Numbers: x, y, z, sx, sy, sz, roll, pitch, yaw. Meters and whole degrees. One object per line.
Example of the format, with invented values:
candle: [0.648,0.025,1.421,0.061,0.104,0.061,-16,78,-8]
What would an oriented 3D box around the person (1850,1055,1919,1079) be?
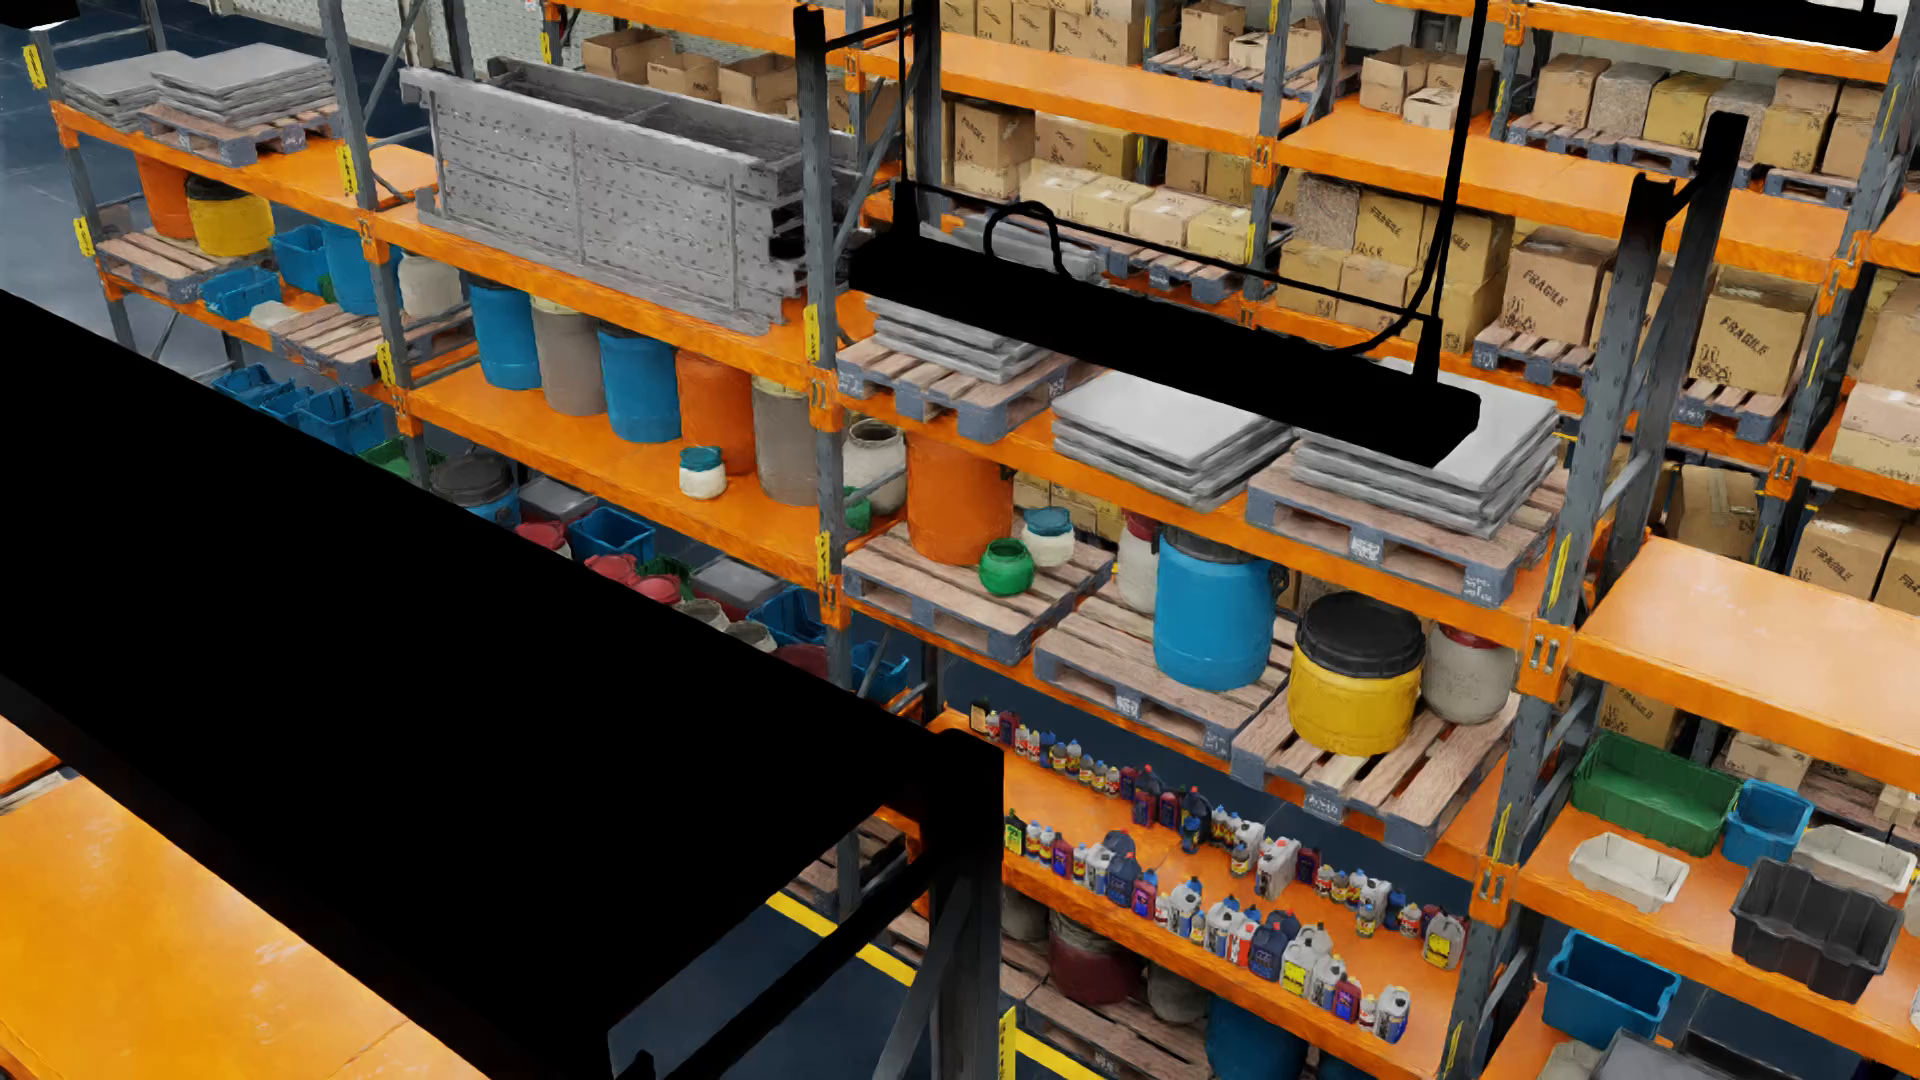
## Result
person: [5.220,2.805,9.101,0.527,1.641,0.432,5,32,8]
